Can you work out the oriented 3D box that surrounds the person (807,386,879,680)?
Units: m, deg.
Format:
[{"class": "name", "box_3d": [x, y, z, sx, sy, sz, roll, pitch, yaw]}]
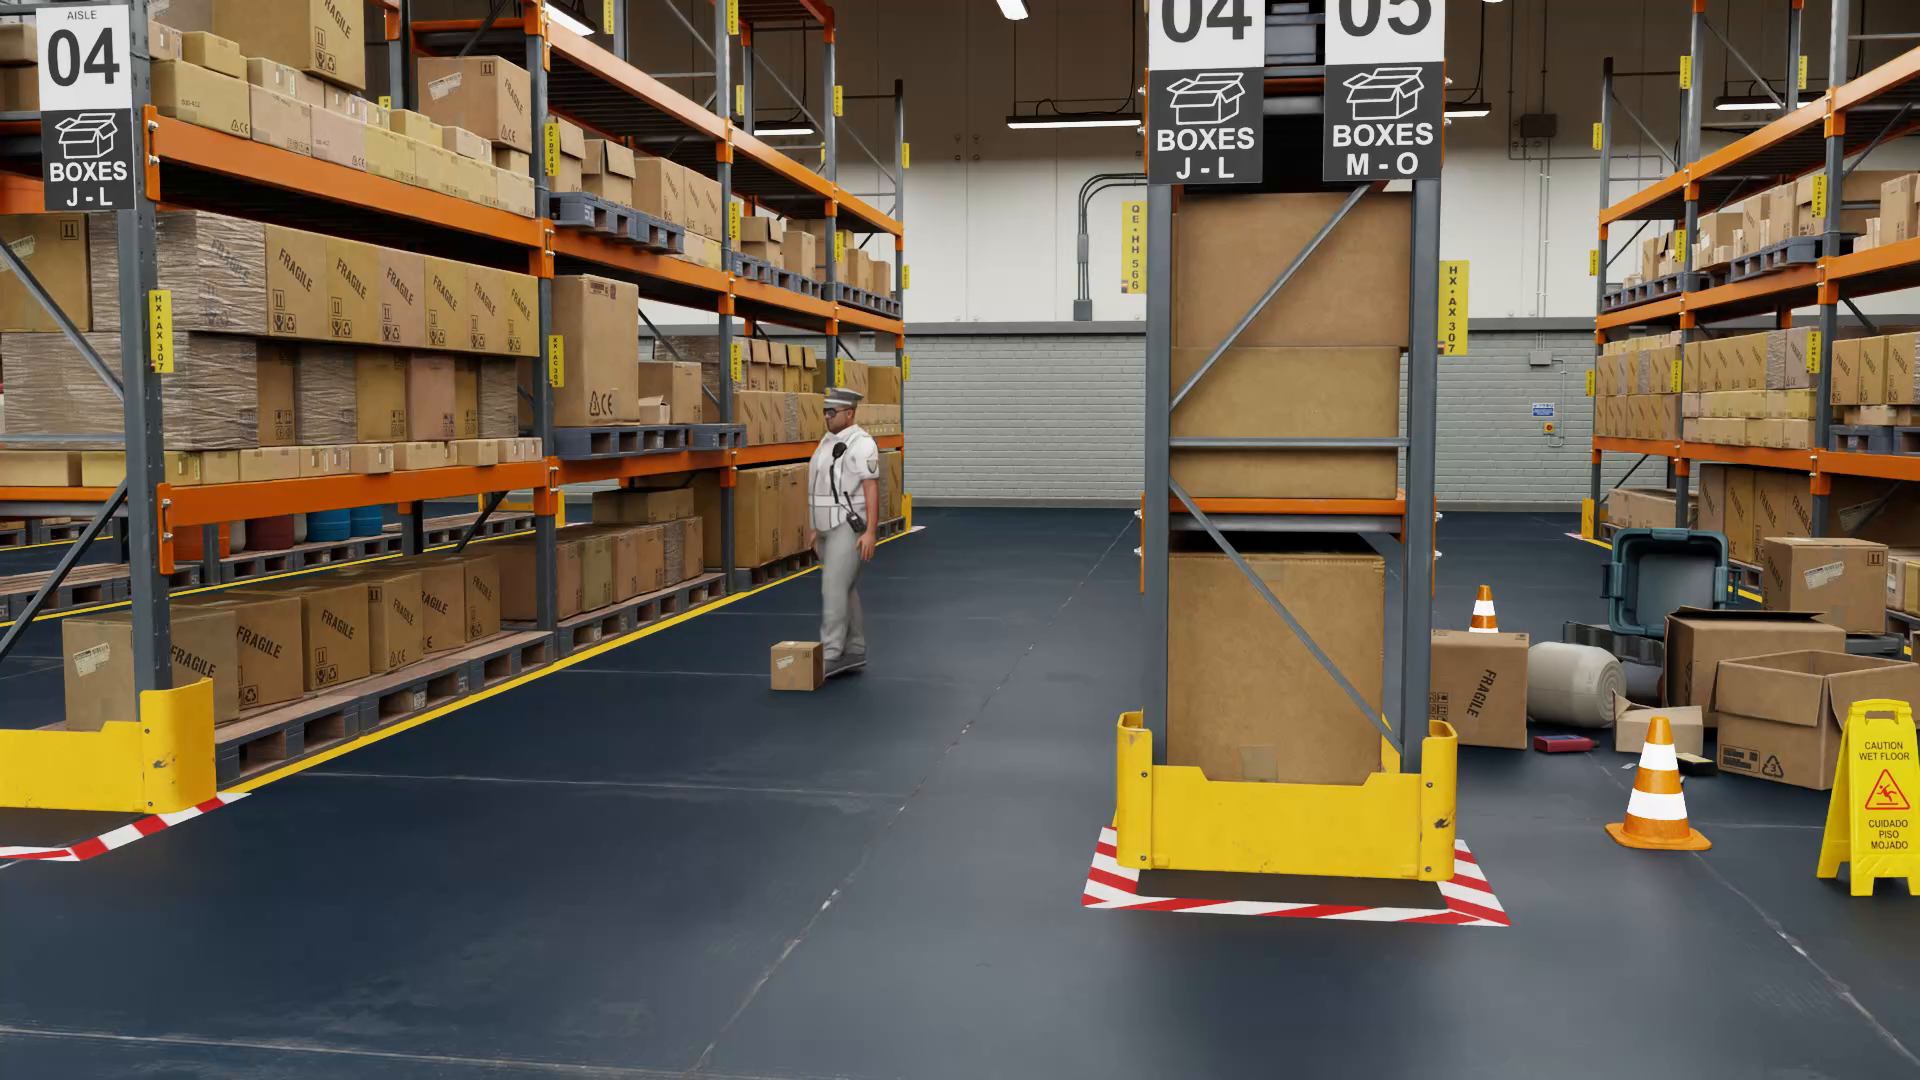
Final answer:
[{"class": "person", "box_3d": [-0.817, -0.047, 10.147, 0.594, 1.771, 0.551, -3, 5, -33]}]
